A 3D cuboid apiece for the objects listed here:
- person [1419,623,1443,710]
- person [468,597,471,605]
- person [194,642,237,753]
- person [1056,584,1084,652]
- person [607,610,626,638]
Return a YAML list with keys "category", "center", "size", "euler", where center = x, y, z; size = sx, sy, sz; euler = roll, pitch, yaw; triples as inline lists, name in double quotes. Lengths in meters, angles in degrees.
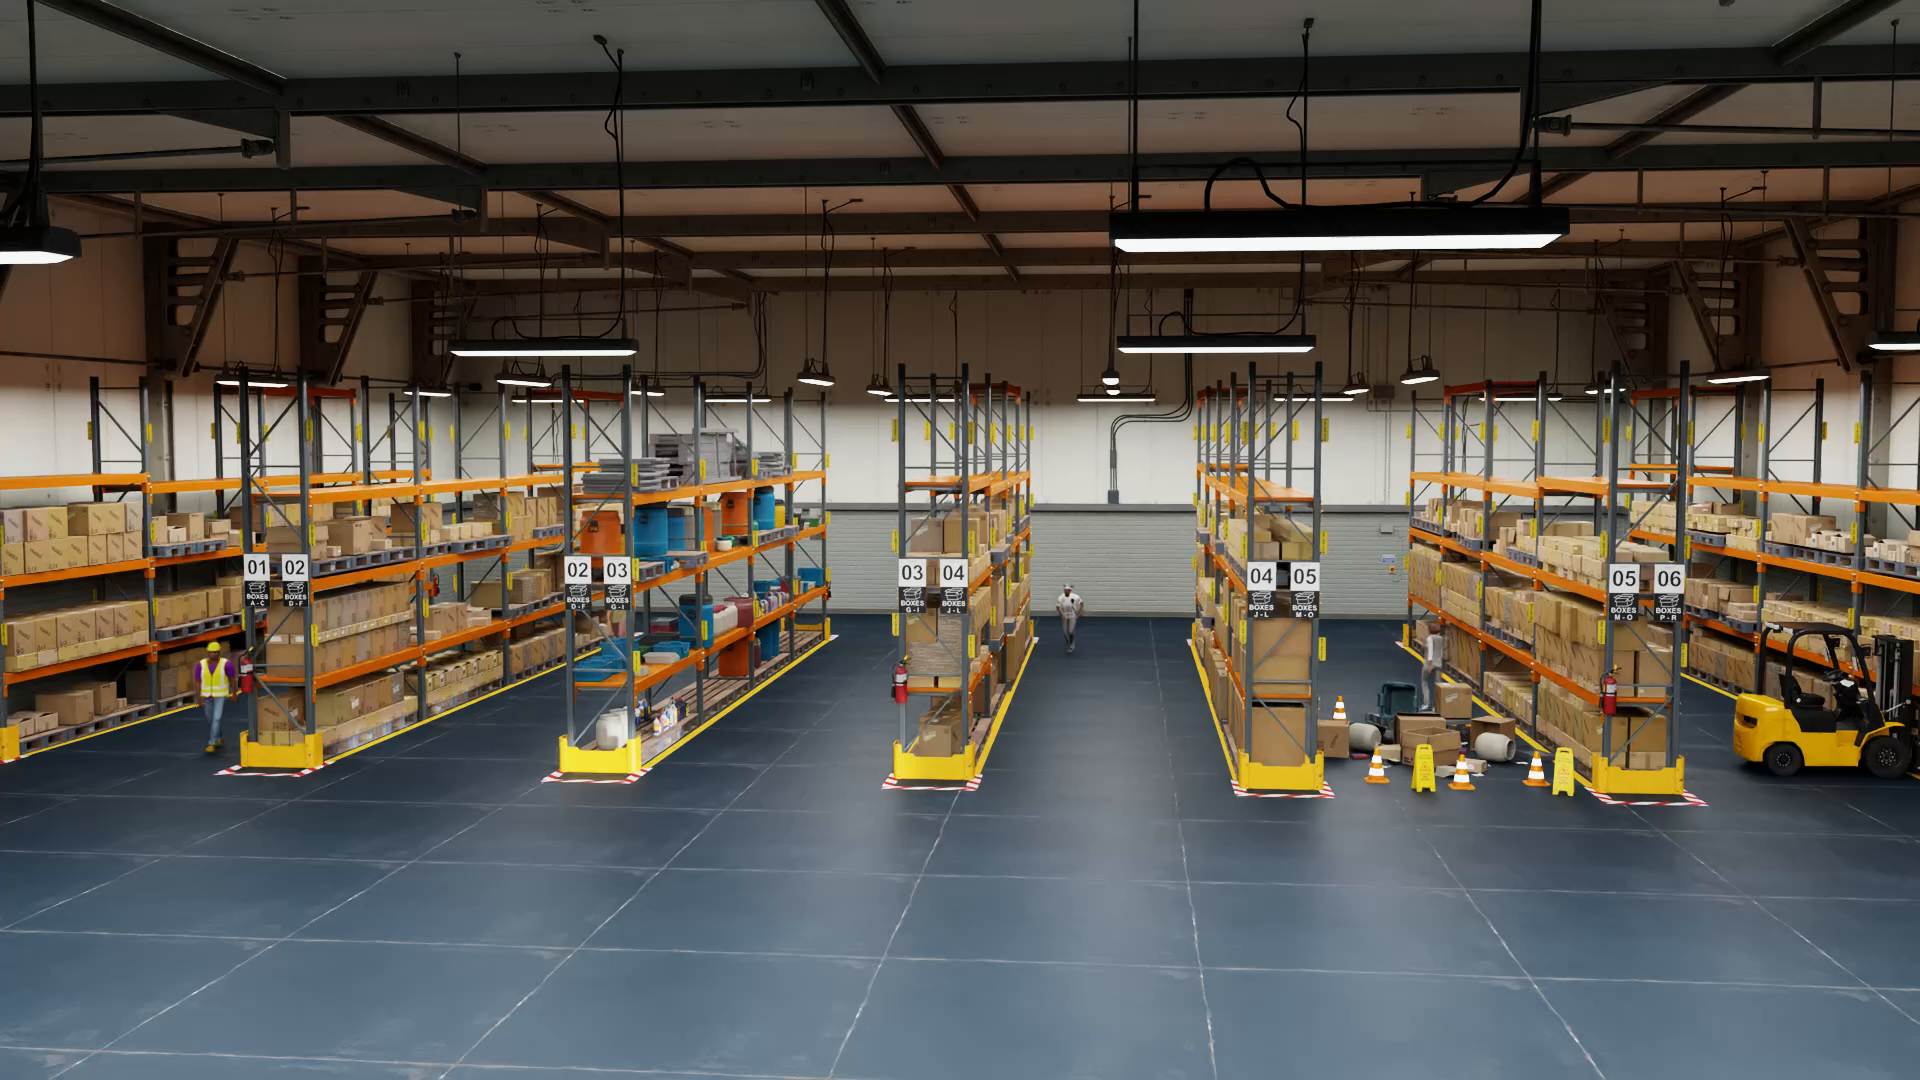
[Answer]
- category: "person"
  center: [8.555, 2.300, 29.978]
  size: [0.408, 1.617, 0.626]
  euler: [-1, 4, -10]
- category: "person"
  center: [-10.886, 1.780, 37.951]
  size: [0.550, 1.577, 0.749]
  euler: [1, 4, 17]
- category: "person"
  center: [-11.735, 2.453, 26.141]
  size: [0.584, 1.703, 1.023]
  euler: [-1, 4, -9]
- category: "person"
  center: [2.507, 1.771, 37.902]
  size: [0.604, 1.603, 0.722]
  euler: [1, 4, 15]
- category: "person"
  center: [-7.641, 1.806, 37.068]
  size: [0.437, 1.612, 1.082]
  euler: [0, 4, 2]
